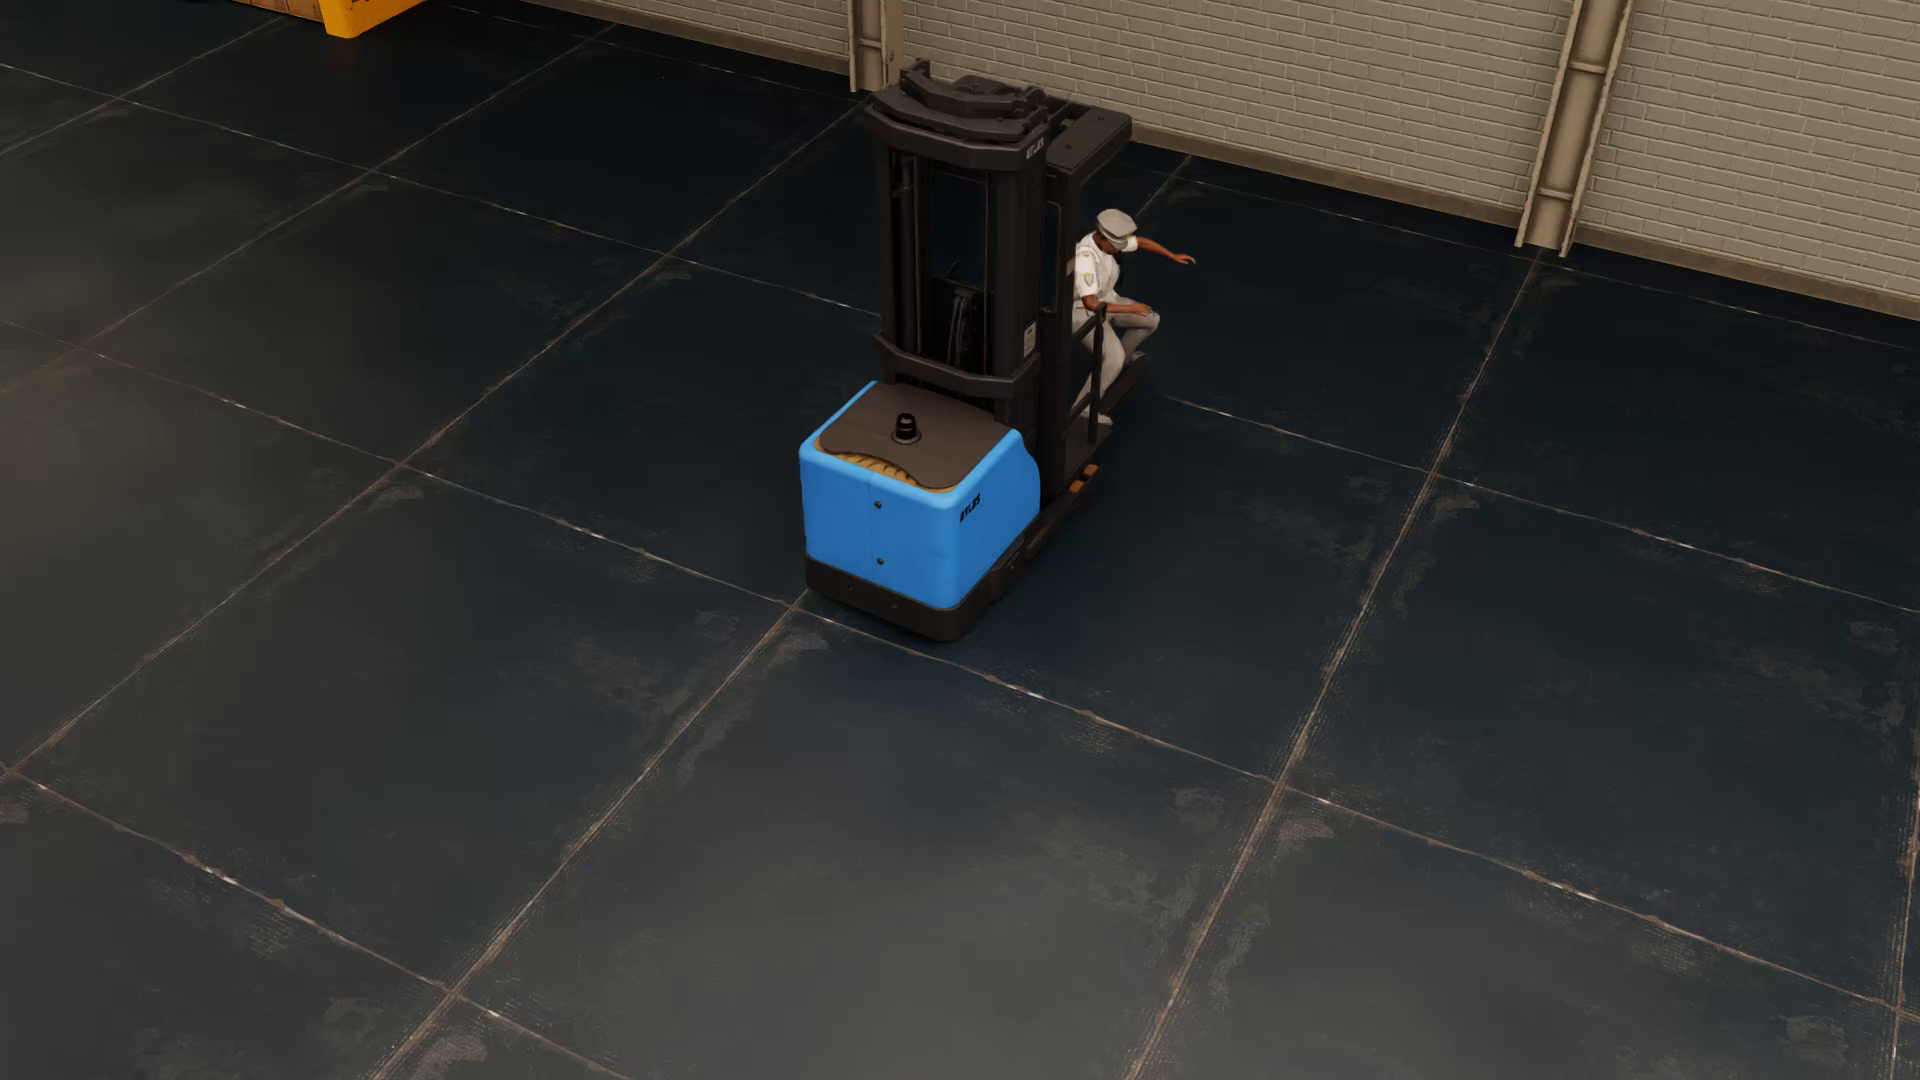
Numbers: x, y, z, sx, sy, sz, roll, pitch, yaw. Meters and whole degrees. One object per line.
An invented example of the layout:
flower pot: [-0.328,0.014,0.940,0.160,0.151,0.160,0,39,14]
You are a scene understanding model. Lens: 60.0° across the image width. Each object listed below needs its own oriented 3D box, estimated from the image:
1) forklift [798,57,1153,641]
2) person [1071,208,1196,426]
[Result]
forklift: [0.268,-1.474,9.736,1.130,2.935,3.031,21,44,23]
person: [1.027,-1.487,10.823,0.668,1.416,1.100,26,47,28]
